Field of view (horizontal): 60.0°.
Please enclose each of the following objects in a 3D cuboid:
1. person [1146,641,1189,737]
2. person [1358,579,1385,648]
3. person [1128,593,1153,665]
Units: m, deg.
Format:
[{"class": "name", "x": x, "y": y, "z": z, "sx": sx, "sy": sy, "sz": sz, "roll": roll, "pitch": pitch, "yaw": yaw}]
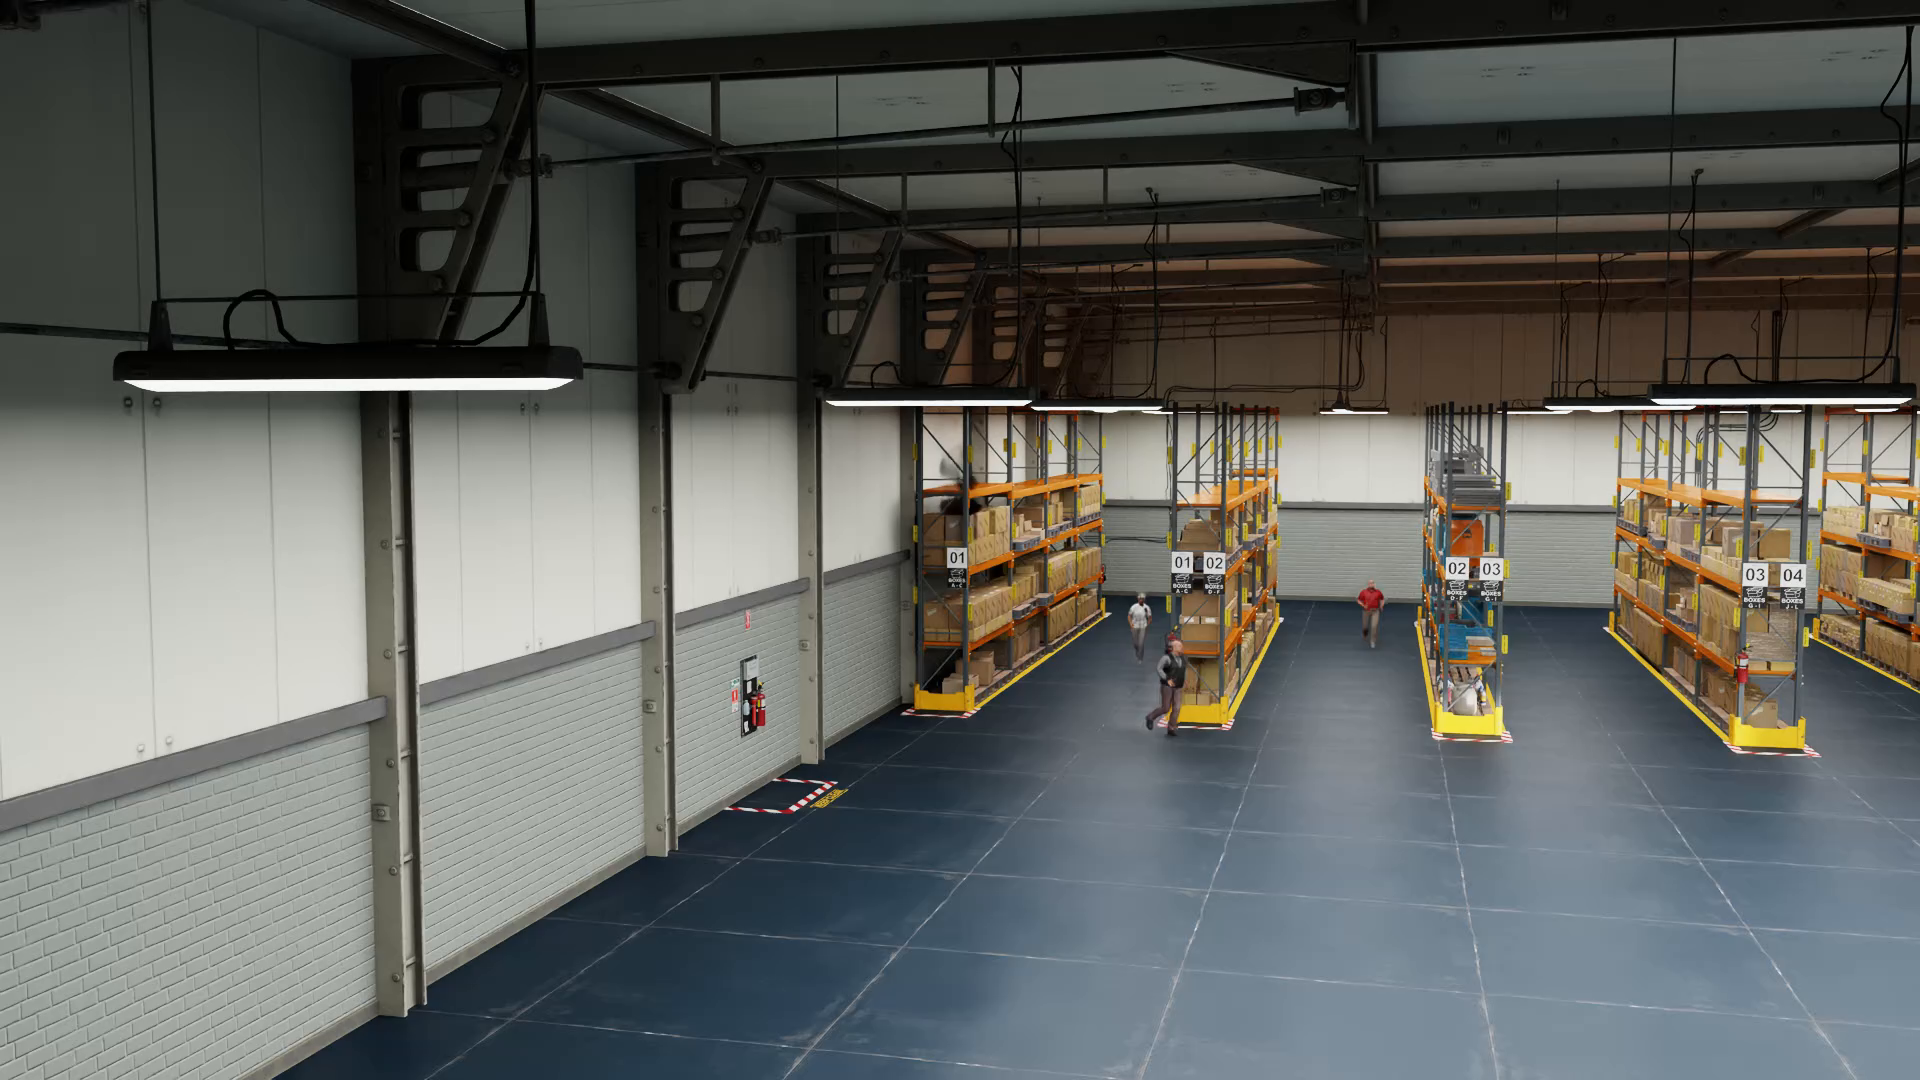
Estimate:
[{"class": "person", "x": 3.843, "y": 2.661, "z": 30.076, "sx": 0.737, "sy": 1.689, "sz": 0.778, "roll": -3, "pitch": 5, "yaw": -33}, {"class": "person", "x": 10.247, "y": 1.824, "z": 41.424, "sx": 0.674, "sy": 1.673, "sz": 0.782, "roll": 1, "pitch": 4, "yaw": 10}, {"class": "person", "x": 4.188, "y": 2.048, "z": 38.658, "sx": 0.574, "sy": 1.673, "sz": 0.525, "roll": 0, "pitch": 4, "yaw": 6}]
